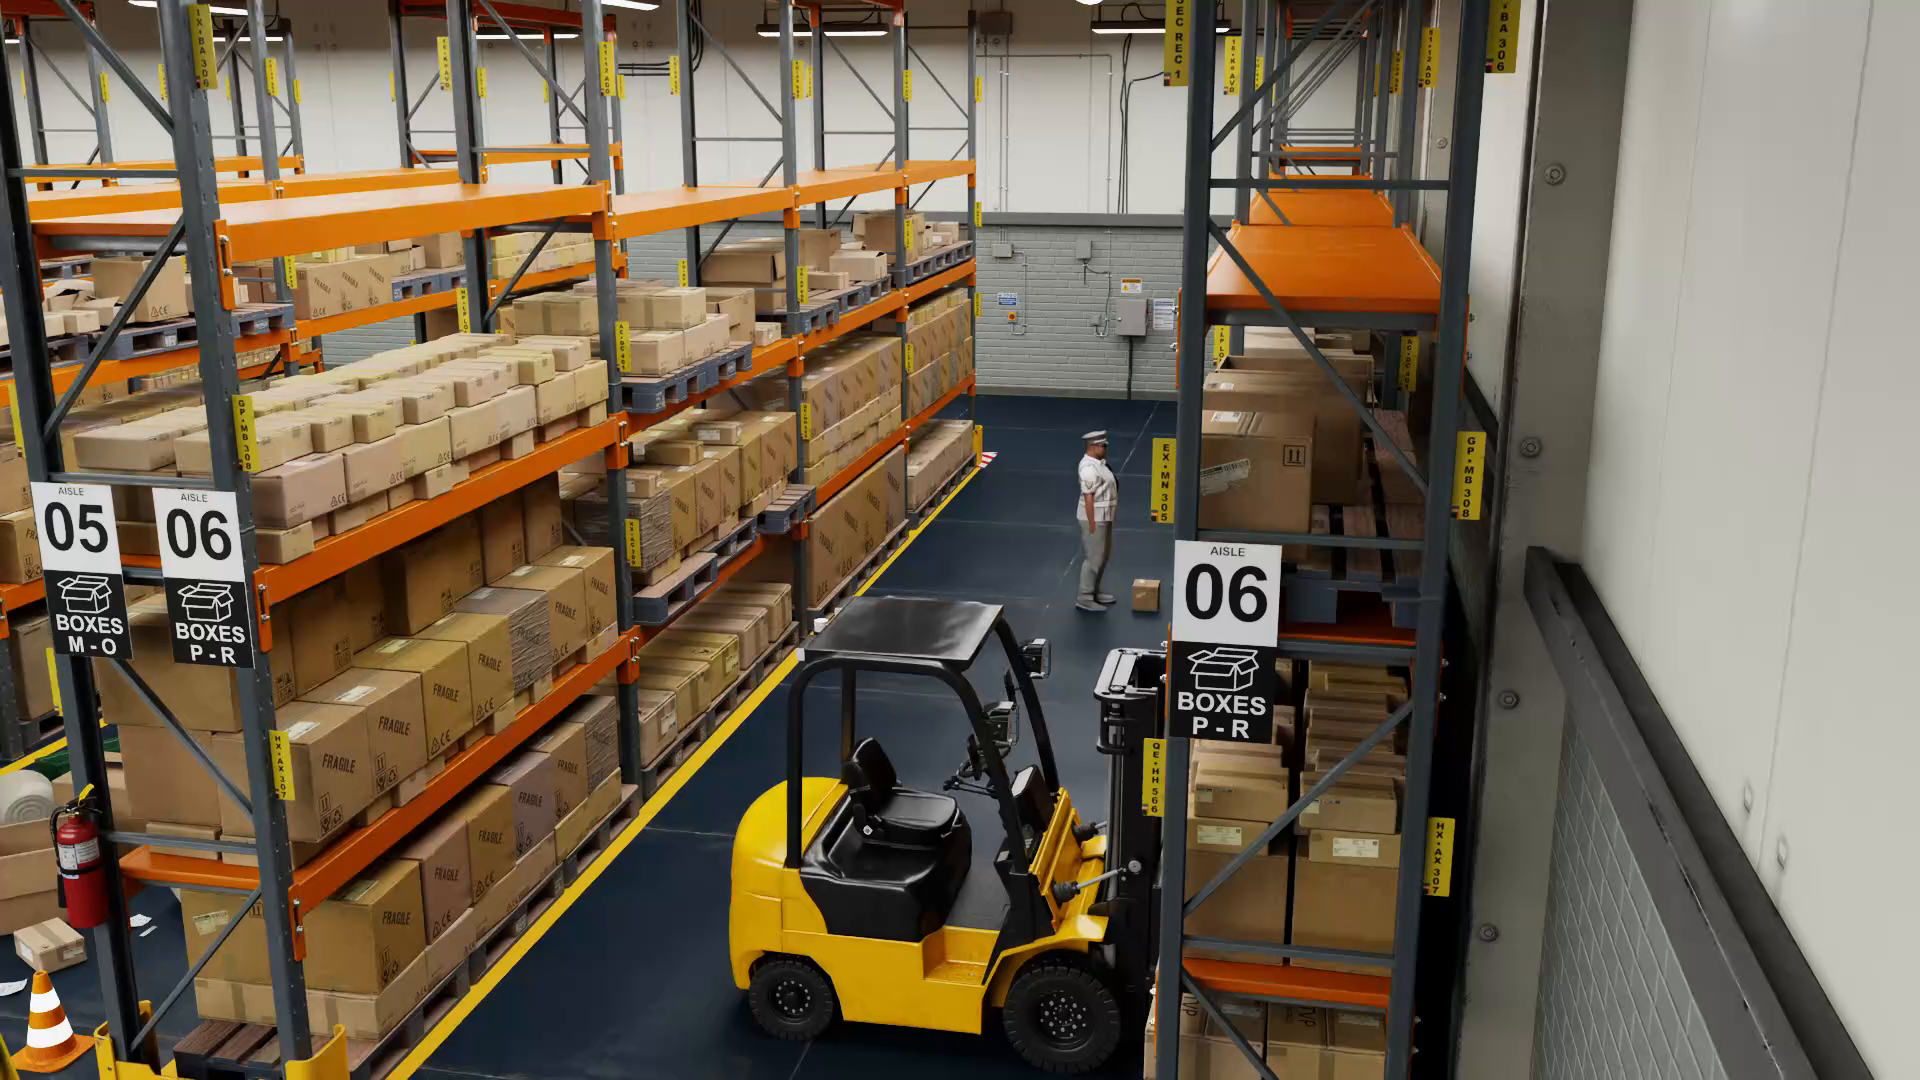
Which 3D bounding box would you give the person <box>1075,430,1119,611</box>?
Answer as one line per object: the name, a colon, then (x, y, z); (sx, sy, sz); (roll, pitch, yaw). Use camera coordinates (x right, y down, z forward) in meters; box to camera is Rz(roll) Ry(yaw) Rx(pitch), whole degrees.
person: (1.346, -0.199, 16.314); (0.392, 1.778, 0.529); (3, 15, 13)
